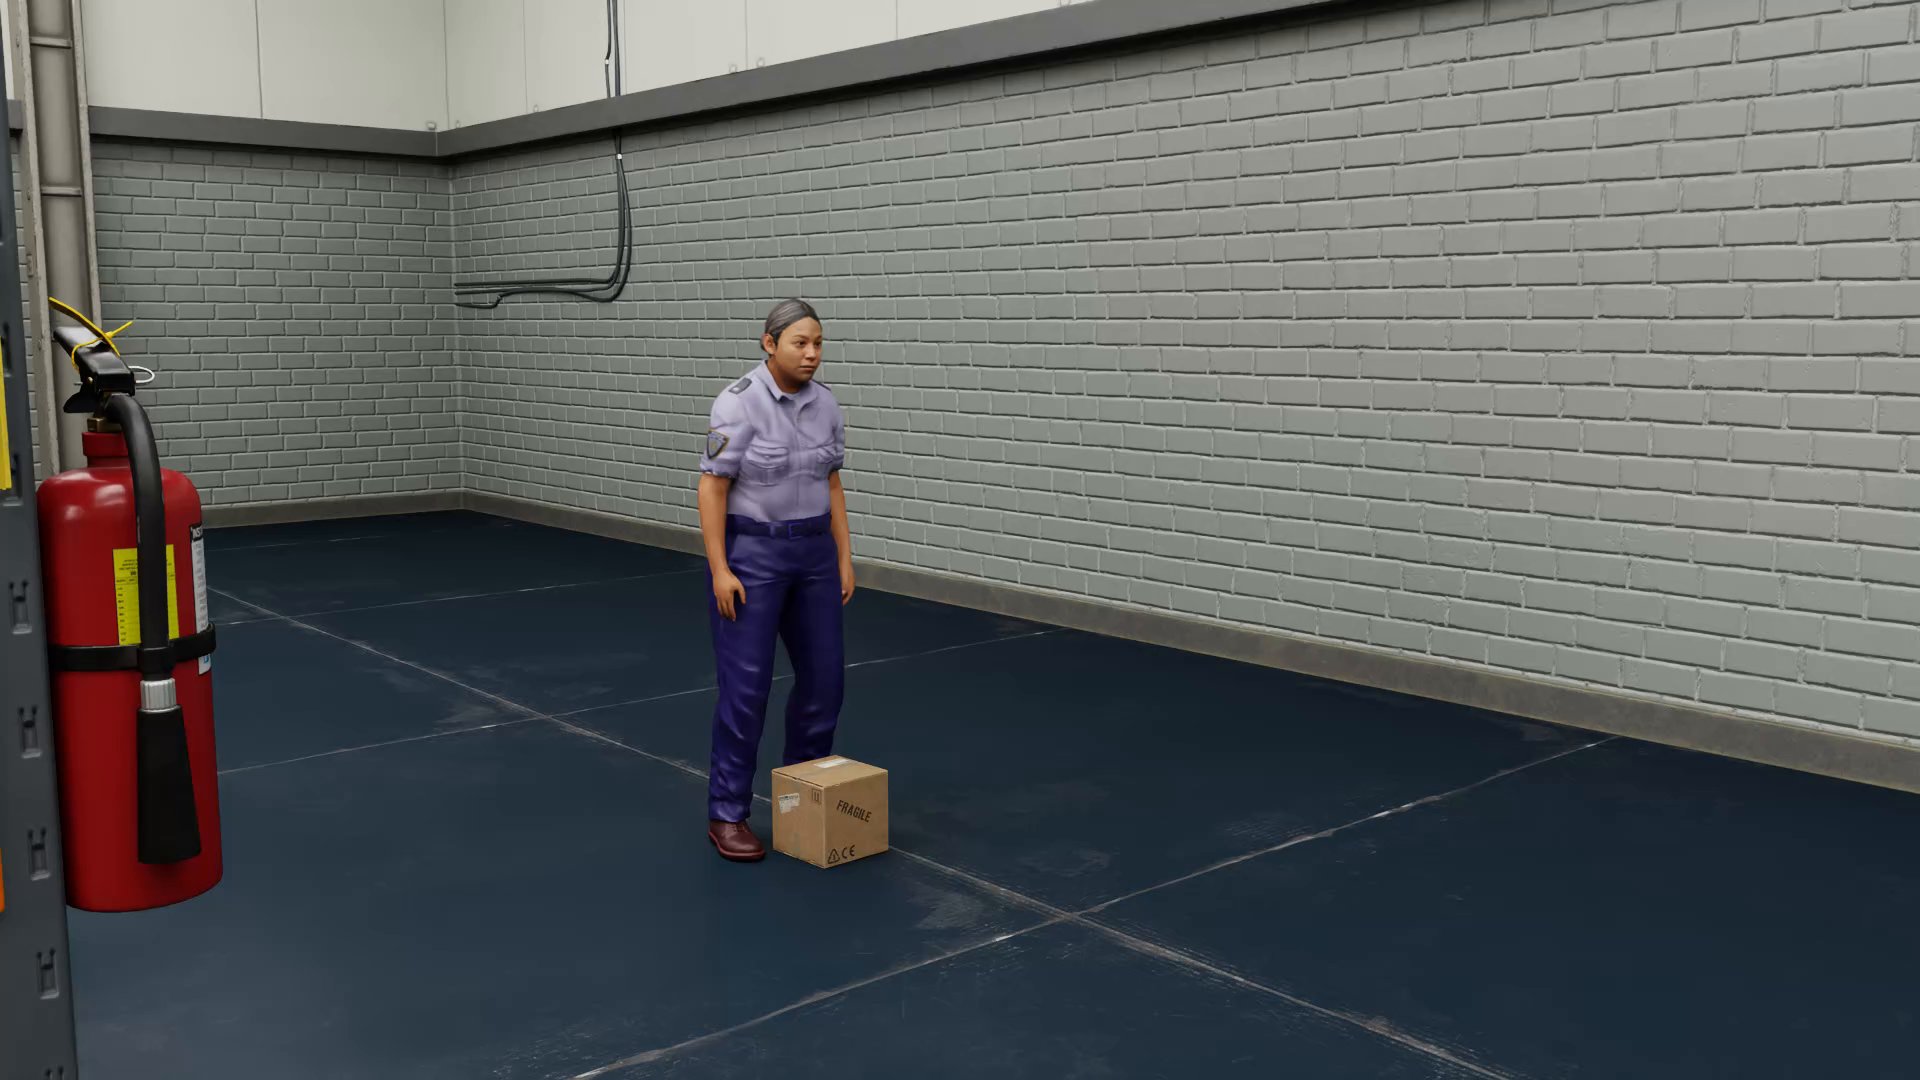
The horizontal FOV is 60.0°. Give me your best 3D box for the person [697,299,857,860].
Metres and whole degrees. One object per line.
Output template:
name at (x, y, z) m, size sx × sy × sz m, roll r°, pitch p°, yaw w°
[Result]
person at (-0.547, 0.099, 5.064) m, size 0.539 × 1.652 × 0.335 m, roll -6°, pitch 10°, yaw -40°
